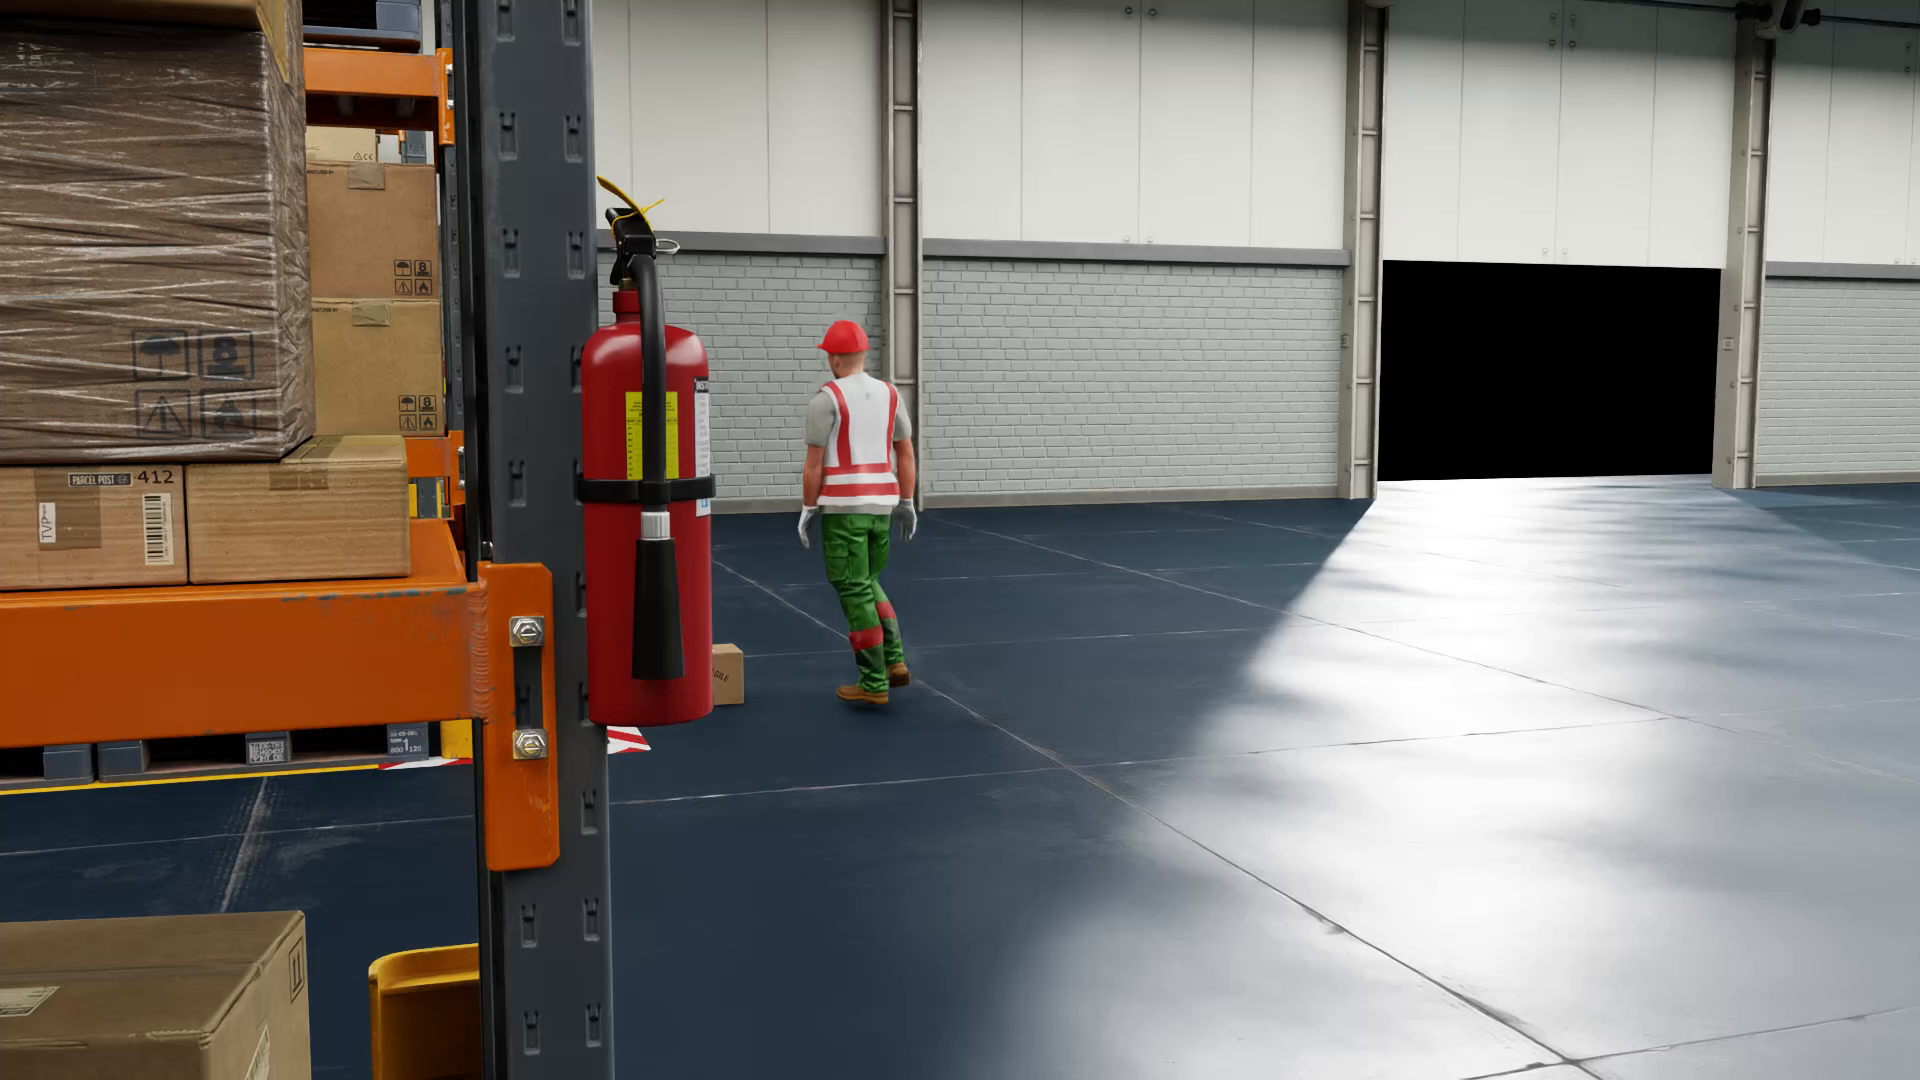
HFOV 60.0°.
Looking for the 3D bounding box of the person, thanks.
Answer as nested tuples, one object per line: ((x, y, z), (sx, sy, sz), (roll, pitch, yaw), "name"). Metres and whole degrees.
((-0.476, -0.135, 7.781), (0.581, 1.775, 0.444), (-5, 8, -43), "person")
